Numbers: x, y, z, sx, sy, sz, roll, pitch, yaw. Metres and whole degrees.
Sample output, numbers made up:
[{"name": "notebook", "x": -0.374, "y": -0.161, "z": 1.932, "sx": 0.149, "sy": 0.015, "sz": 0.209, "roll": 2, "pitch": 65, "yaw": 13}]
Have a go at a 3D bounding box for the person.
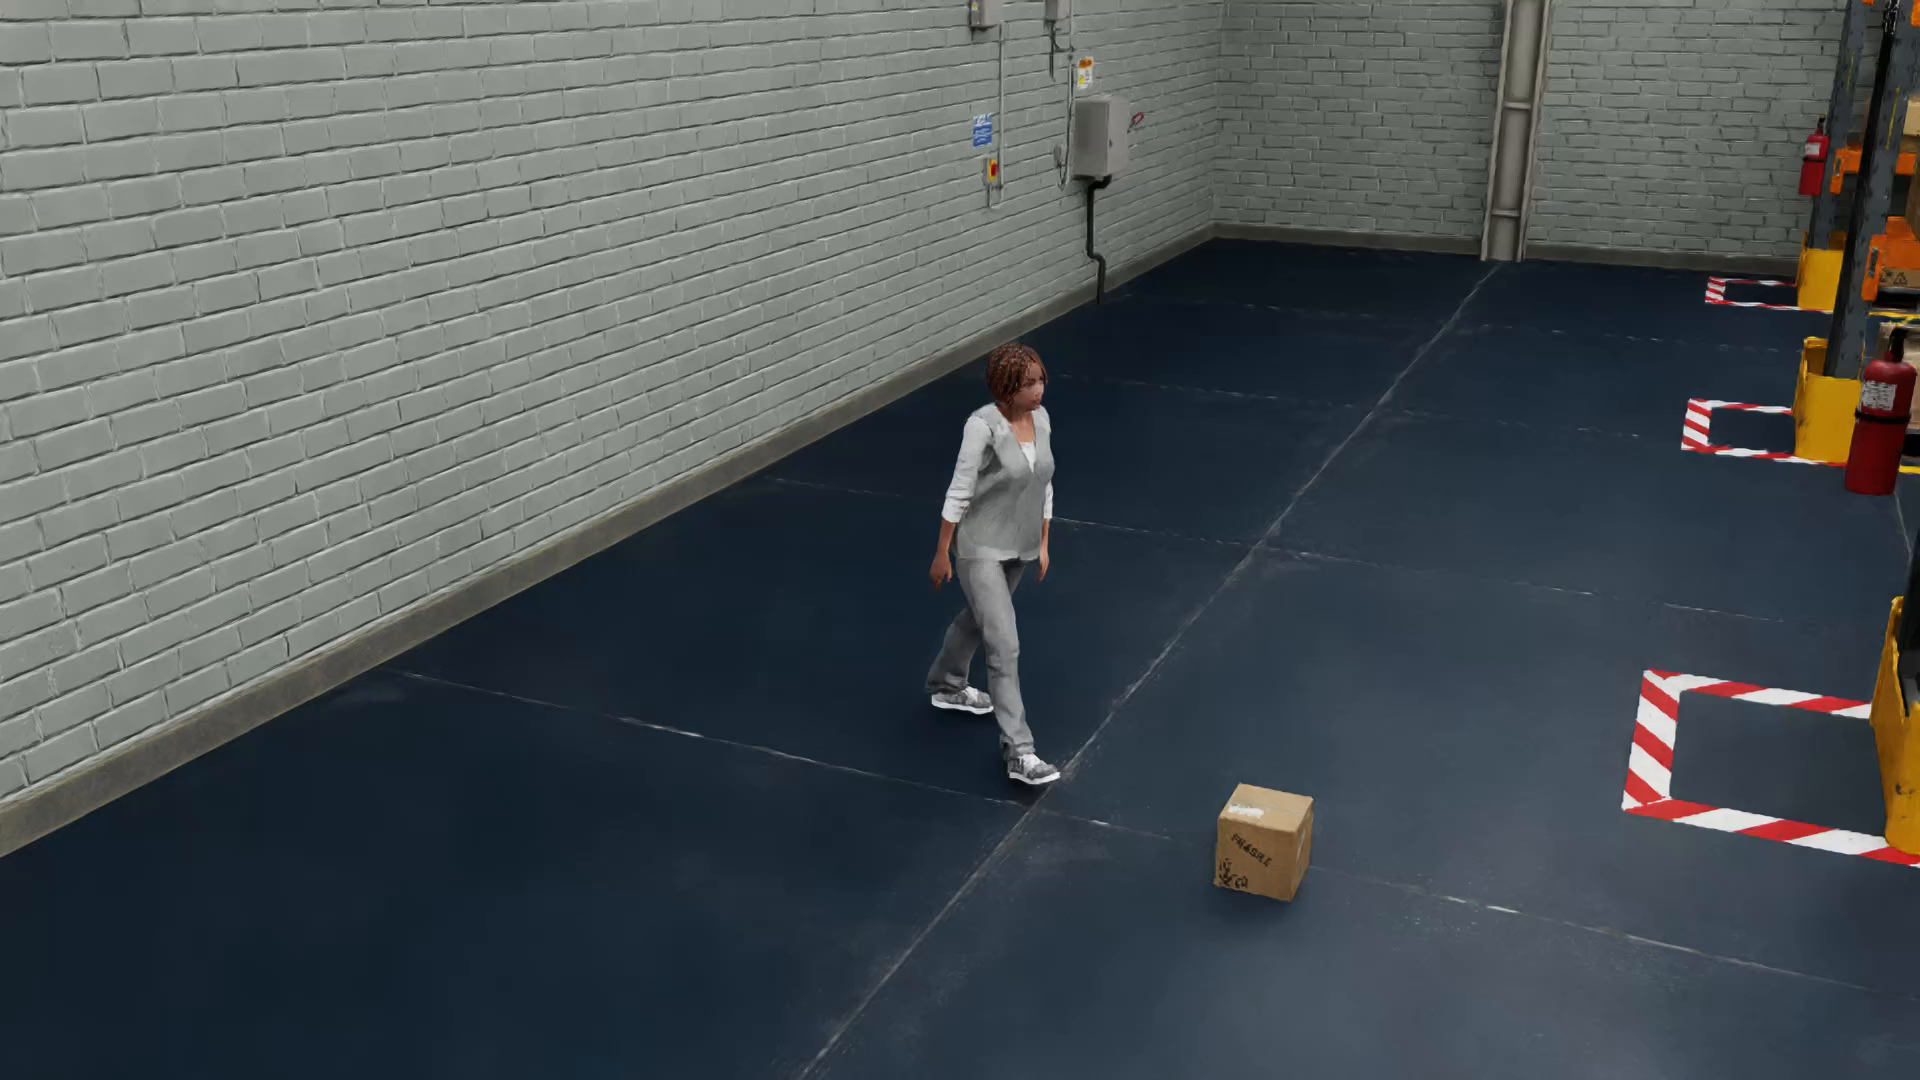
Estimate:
[{"name": "person", "x": 0.160, "y": 0.041, "z": 5.991, "sx": 0.461, "sy": 1.546, "sz": 0.869, "roll": -18, "pitch": 26, "yaw": -41}]
